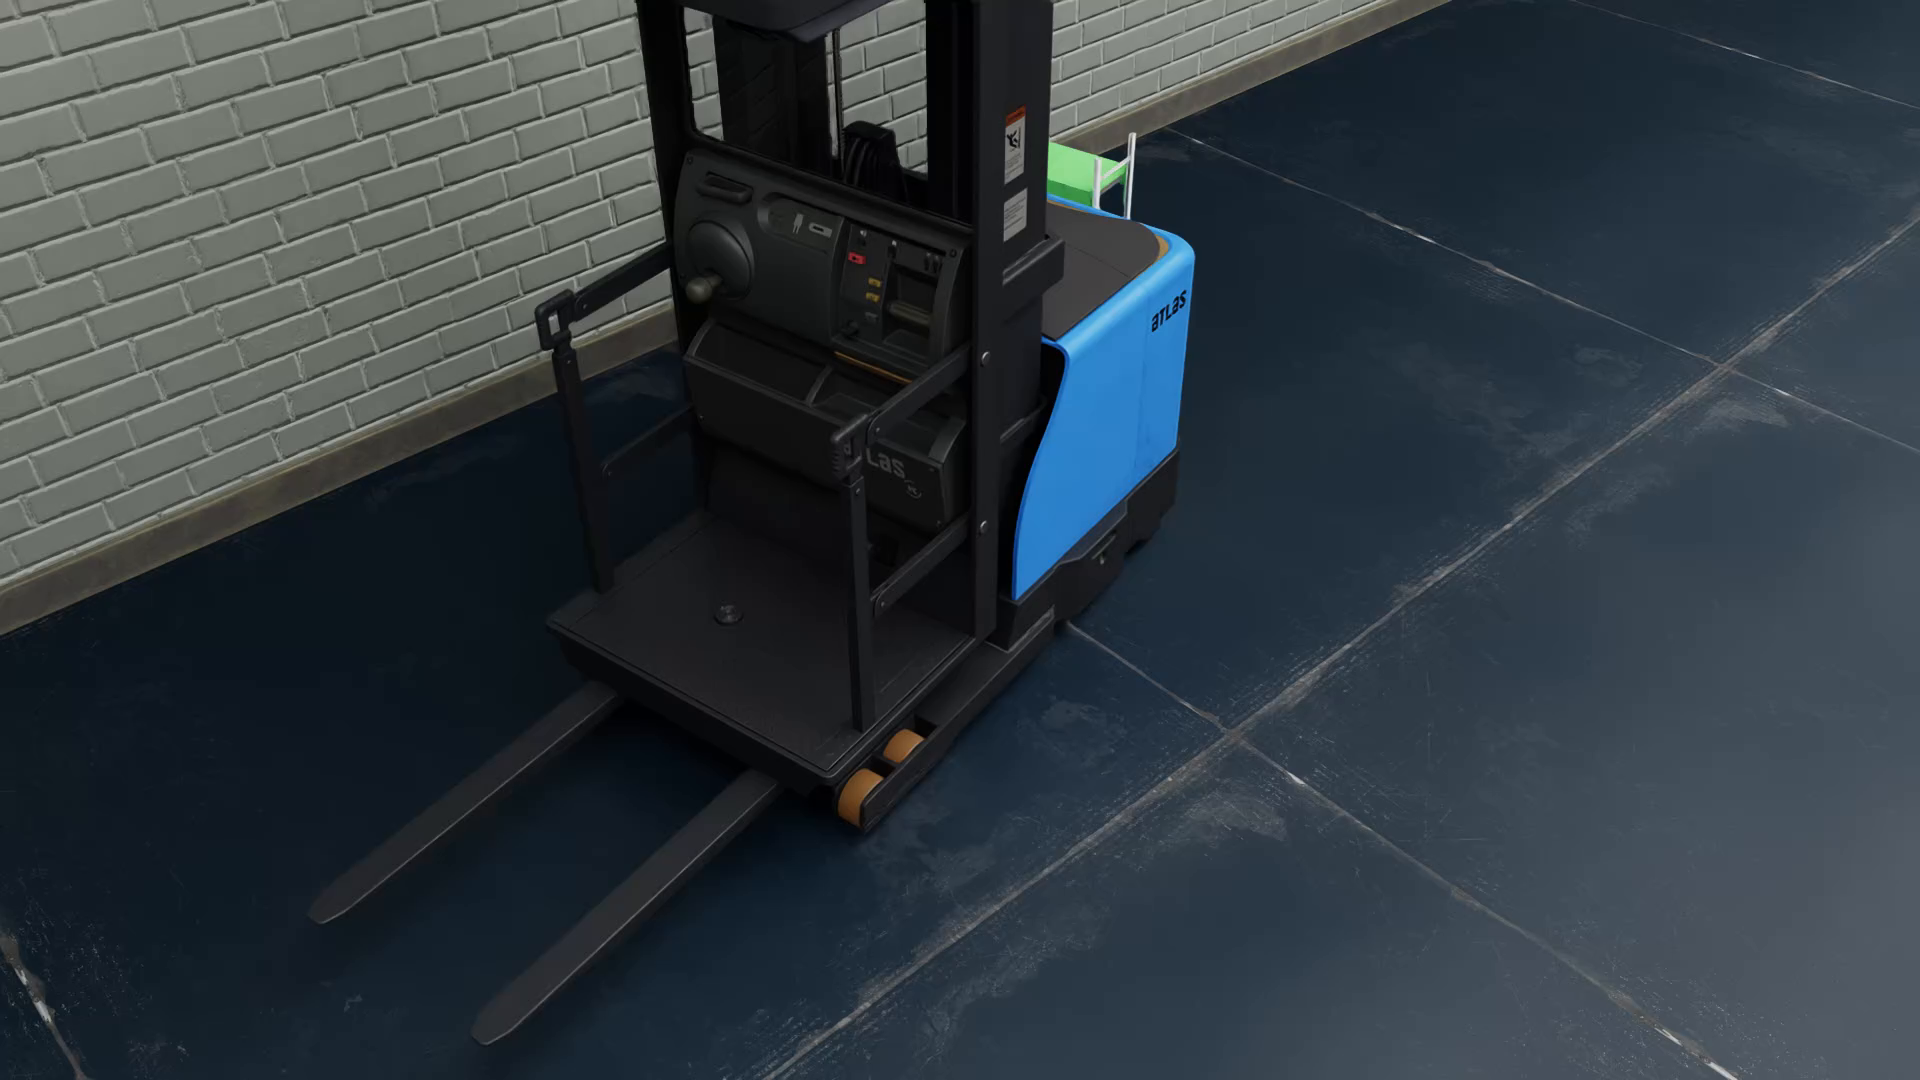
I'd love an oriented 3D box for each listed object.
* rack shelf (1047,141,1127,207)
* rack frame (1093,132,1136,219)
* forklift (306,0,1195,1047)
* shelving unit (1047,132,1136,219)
[{"bbox_3d":[0.308,-1.232,5.658,0.480,0.148,0.258,24,45,26],"label":"rack shelf"},{"bbox_3d":[0.508,-0.820,5.811,0.015,1.200,0.240,24,45,26],"label":"rack frame"},{"bbox_3d":[-0.511,-0.669,4.245,1.130,2.935,3.031,24,45,27],"label":"forklift"},{"bbox_3d":[0.308,-0.908,5.920,0.503,1.200,0.258,24,45,26],"label":"shelving unit"}]
